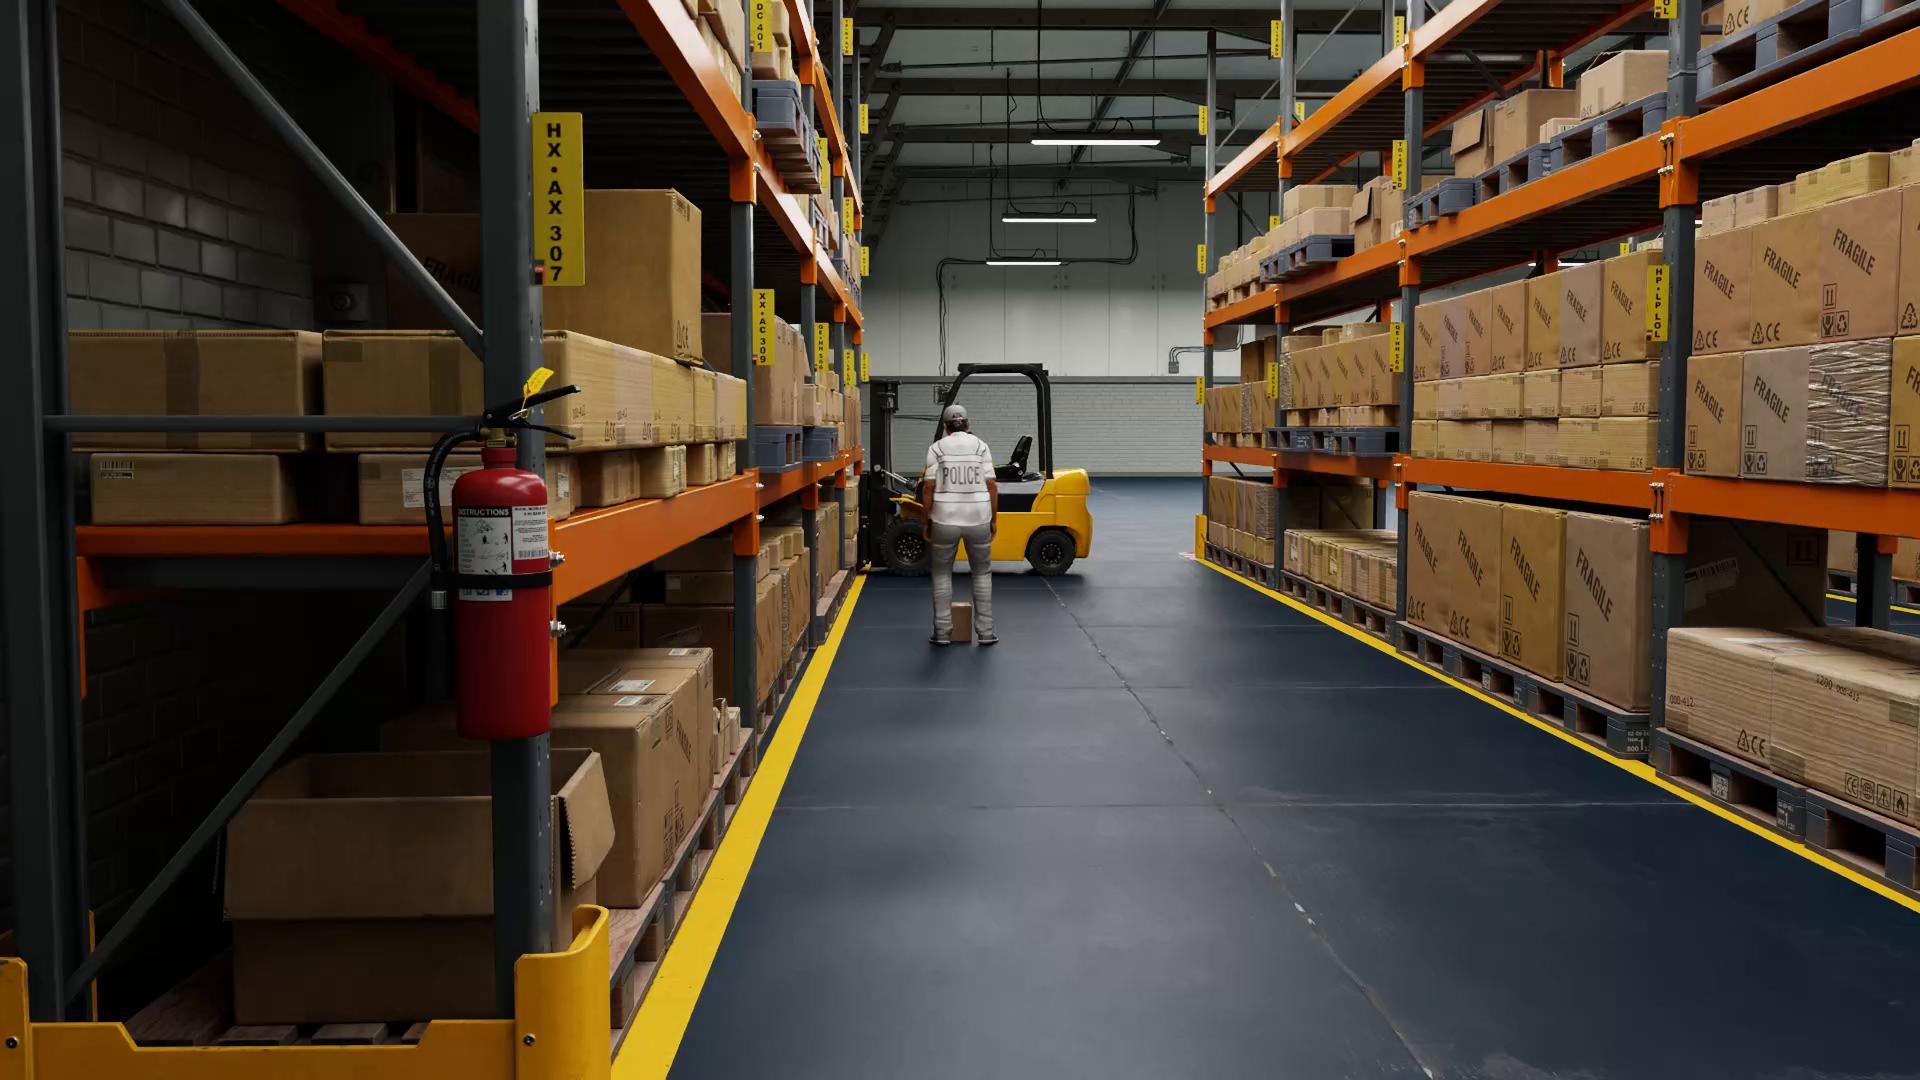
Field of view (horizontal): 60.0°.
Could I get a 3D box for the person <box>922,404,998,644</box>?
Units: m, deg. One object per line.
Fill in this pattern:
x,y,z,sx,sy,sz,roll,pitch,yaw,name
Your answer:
0.006,-0.108,11.556,0.545,1.665,0.466,0,4,-6,person
